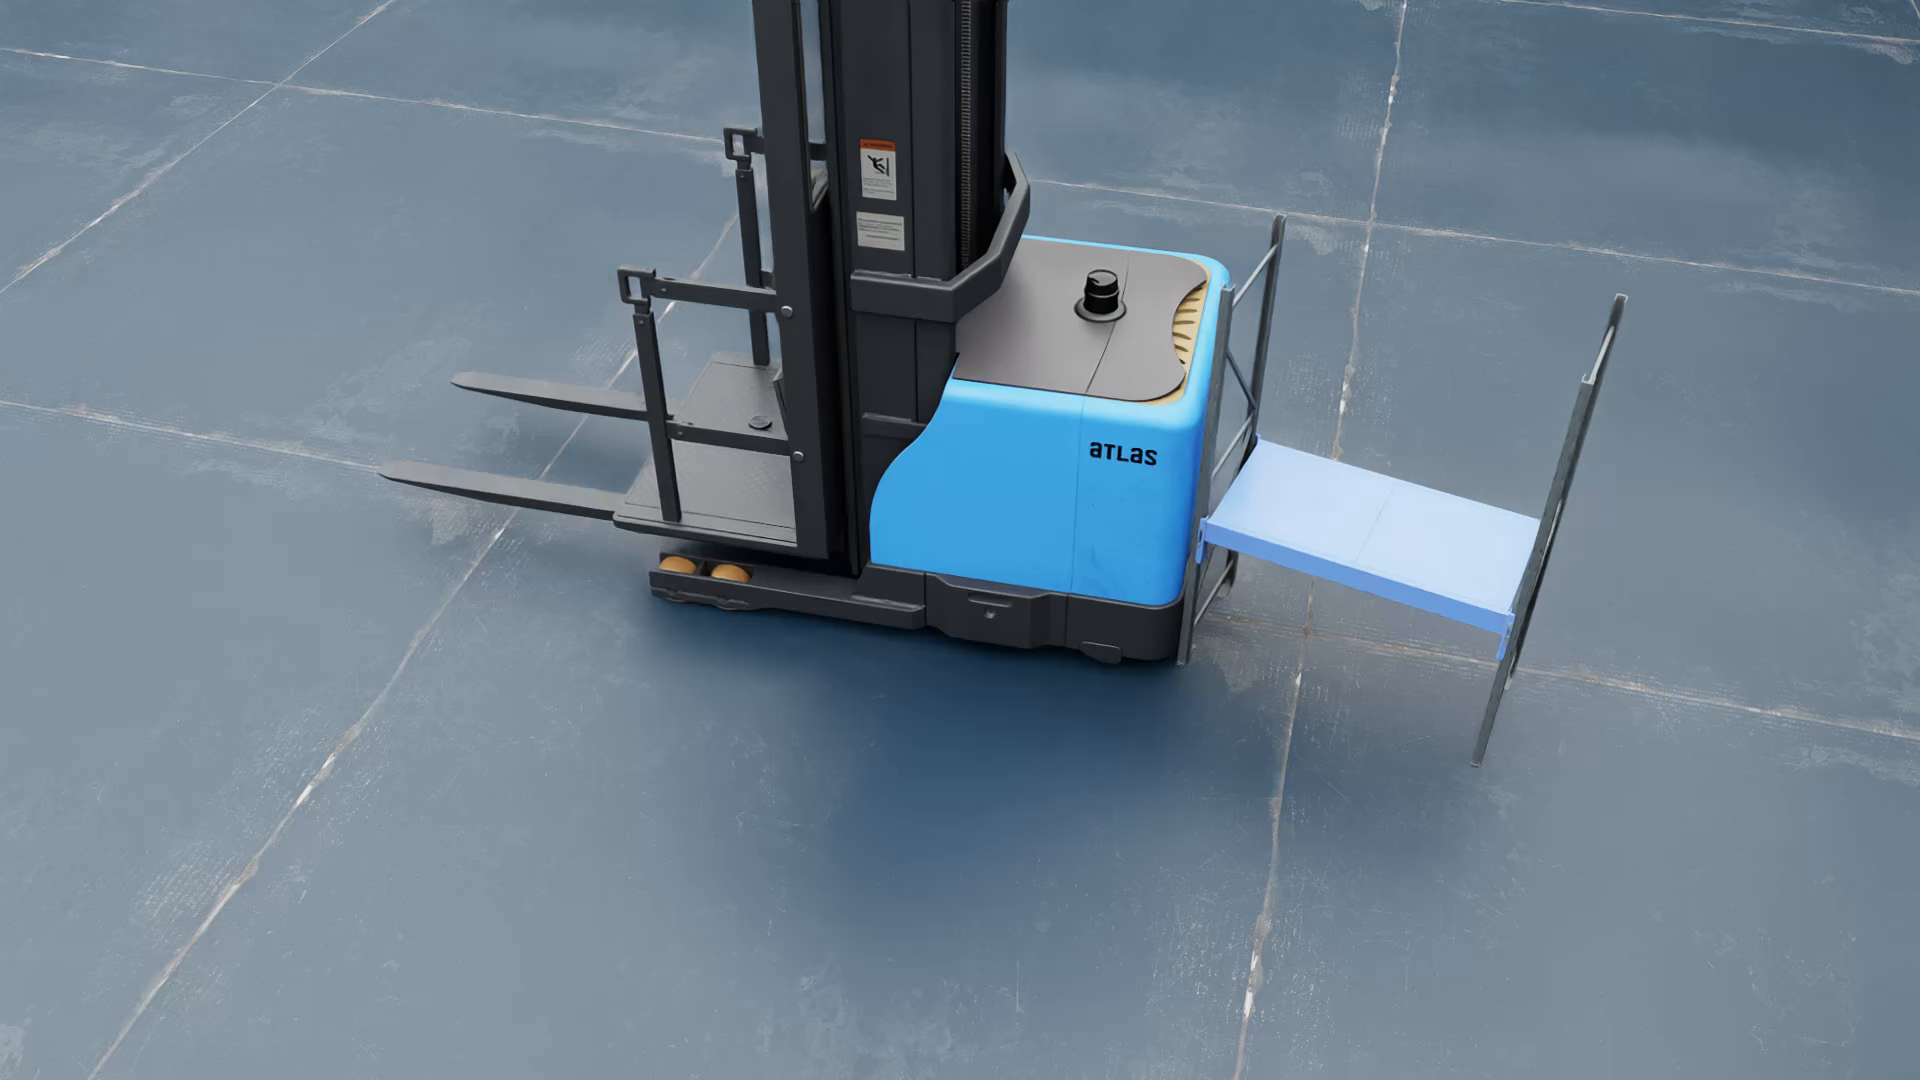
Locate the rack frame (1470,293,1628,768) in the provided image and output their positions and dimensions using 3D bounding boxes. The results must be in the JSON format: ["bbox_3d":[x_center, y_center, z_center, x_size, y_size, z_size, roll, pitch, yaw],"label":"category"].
[{"bbox_3d":[1.780,0.015,5.066,0.032,1.500,0.500,18,43,21],"label":"rack frame"}]

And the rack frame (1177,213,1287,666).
[{"bbox_3d":[0.877,-0.285,5.424,0.032,1.500,0.500,18,43,21],"label":"rack frame"}]

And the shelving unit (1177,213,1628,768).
[{"bbox_3d":[1.328,-0.135,5.245,1.048,1.500,0.538,18,43,21],"label":"shelving unit"}]

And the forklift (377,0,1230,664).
[{"bbox_3d":[-0.629,-1.192,5.390,3.031,2.935,1.130,8,41,10],"label":"forklift"}]

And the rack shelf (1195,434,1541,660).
[{"bbox_3d":[1.328,0.003,5.360,1.000,0.185,0.538,18,43,21],"label":"rack shelf"}]
